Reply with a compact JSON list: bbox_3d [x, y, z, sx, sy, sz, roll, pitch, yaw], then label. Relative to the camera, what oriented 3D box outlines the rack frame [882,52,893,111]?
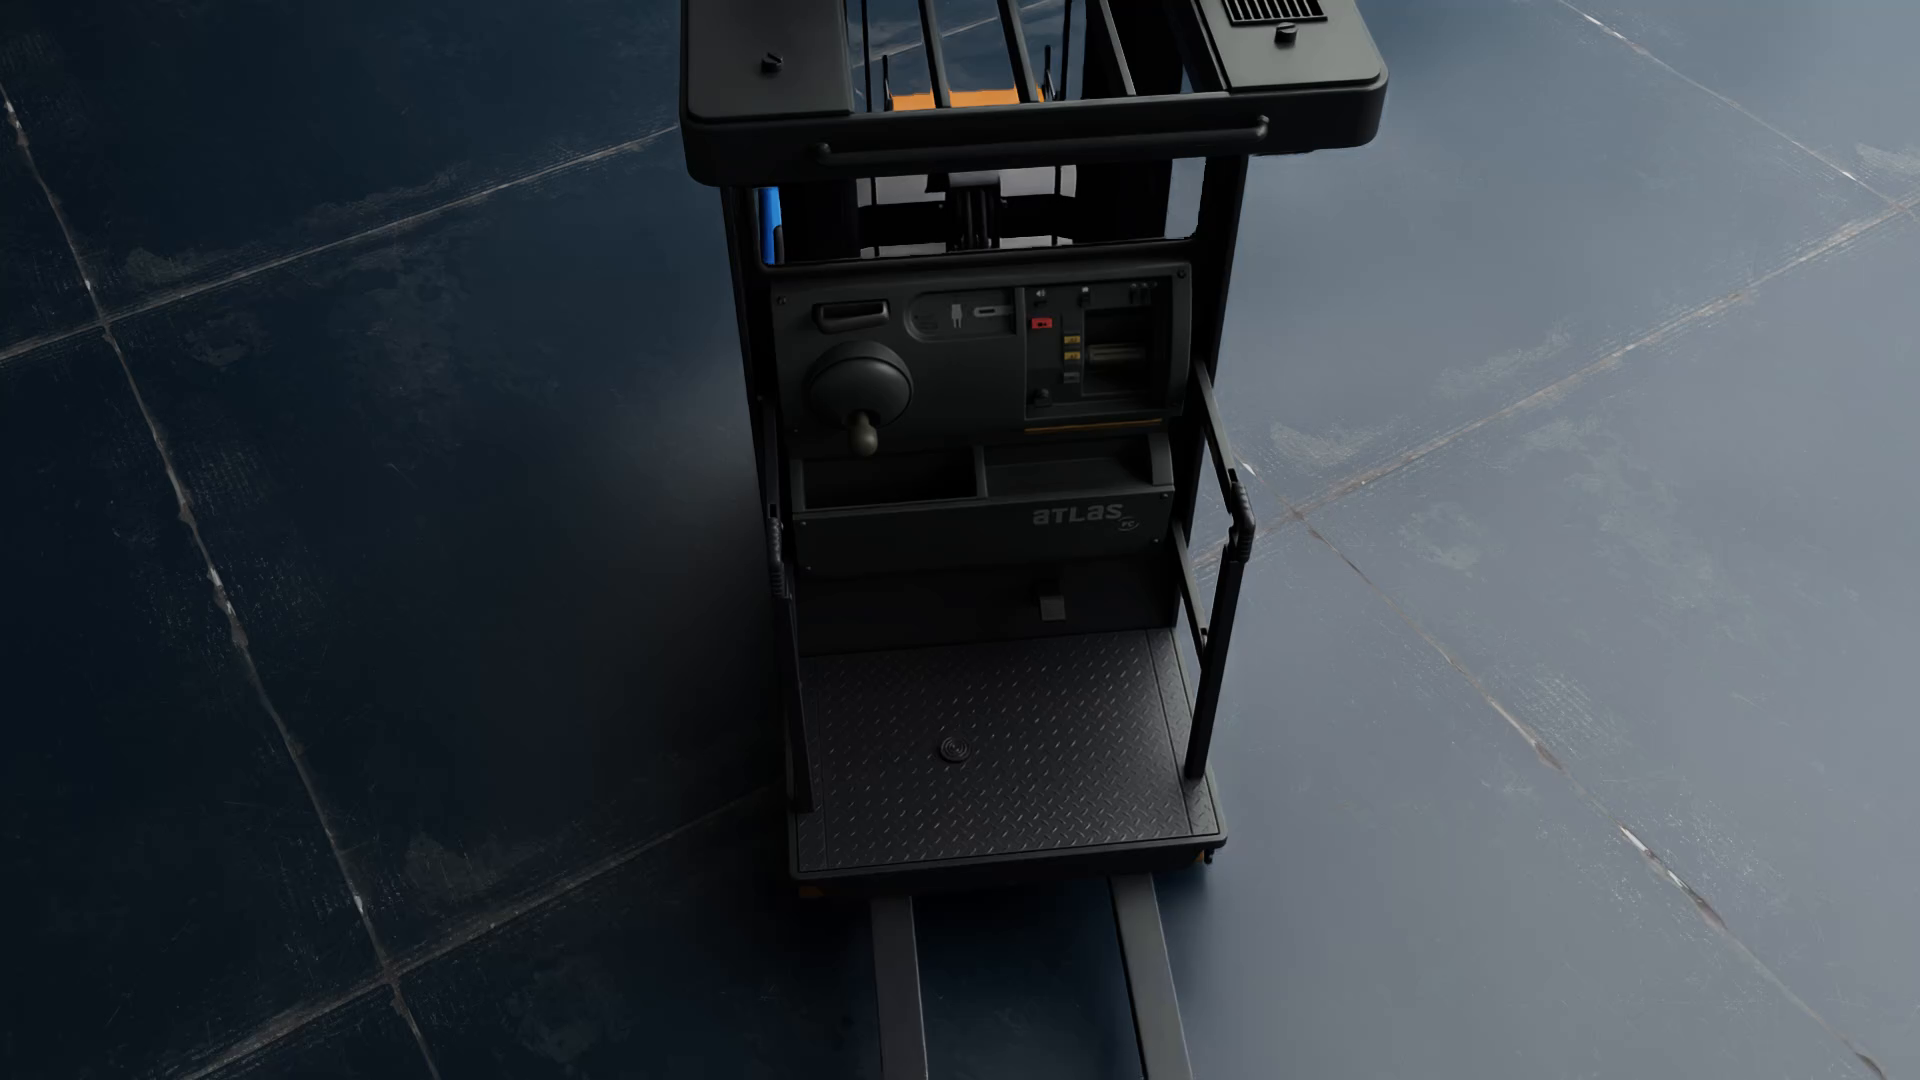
[{"bbox_3d":[-0.212,-0.957,5.299,0.015,1.200,0.240,-4,48,-4],"label":"rack frame"}]

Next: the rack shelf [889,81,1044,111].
[{"bbox_3d":[0.030,-1.238,5.023,0.480,0.148,0.258,-4,48,-4],"label":"rack shelf"}]

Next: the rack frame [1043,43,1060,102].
[{"bbox_3d":[0.273,-0.995,5.333,0.015,1.200,0.240,-4,48,-4],"label":"rack frame"}]

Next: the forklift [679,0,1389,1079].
[{"bbox_3d":[0.078,-0.307,3.561,1.130,2.935,3.031,-4,48,-4],"label":"forklift"}]

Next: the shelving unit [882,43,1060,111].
[{"bbox_3d":[0.030,-0.976,5.316,0.503,1.200,0.258,-4,48,-4],"label":"shelving unit"}]
